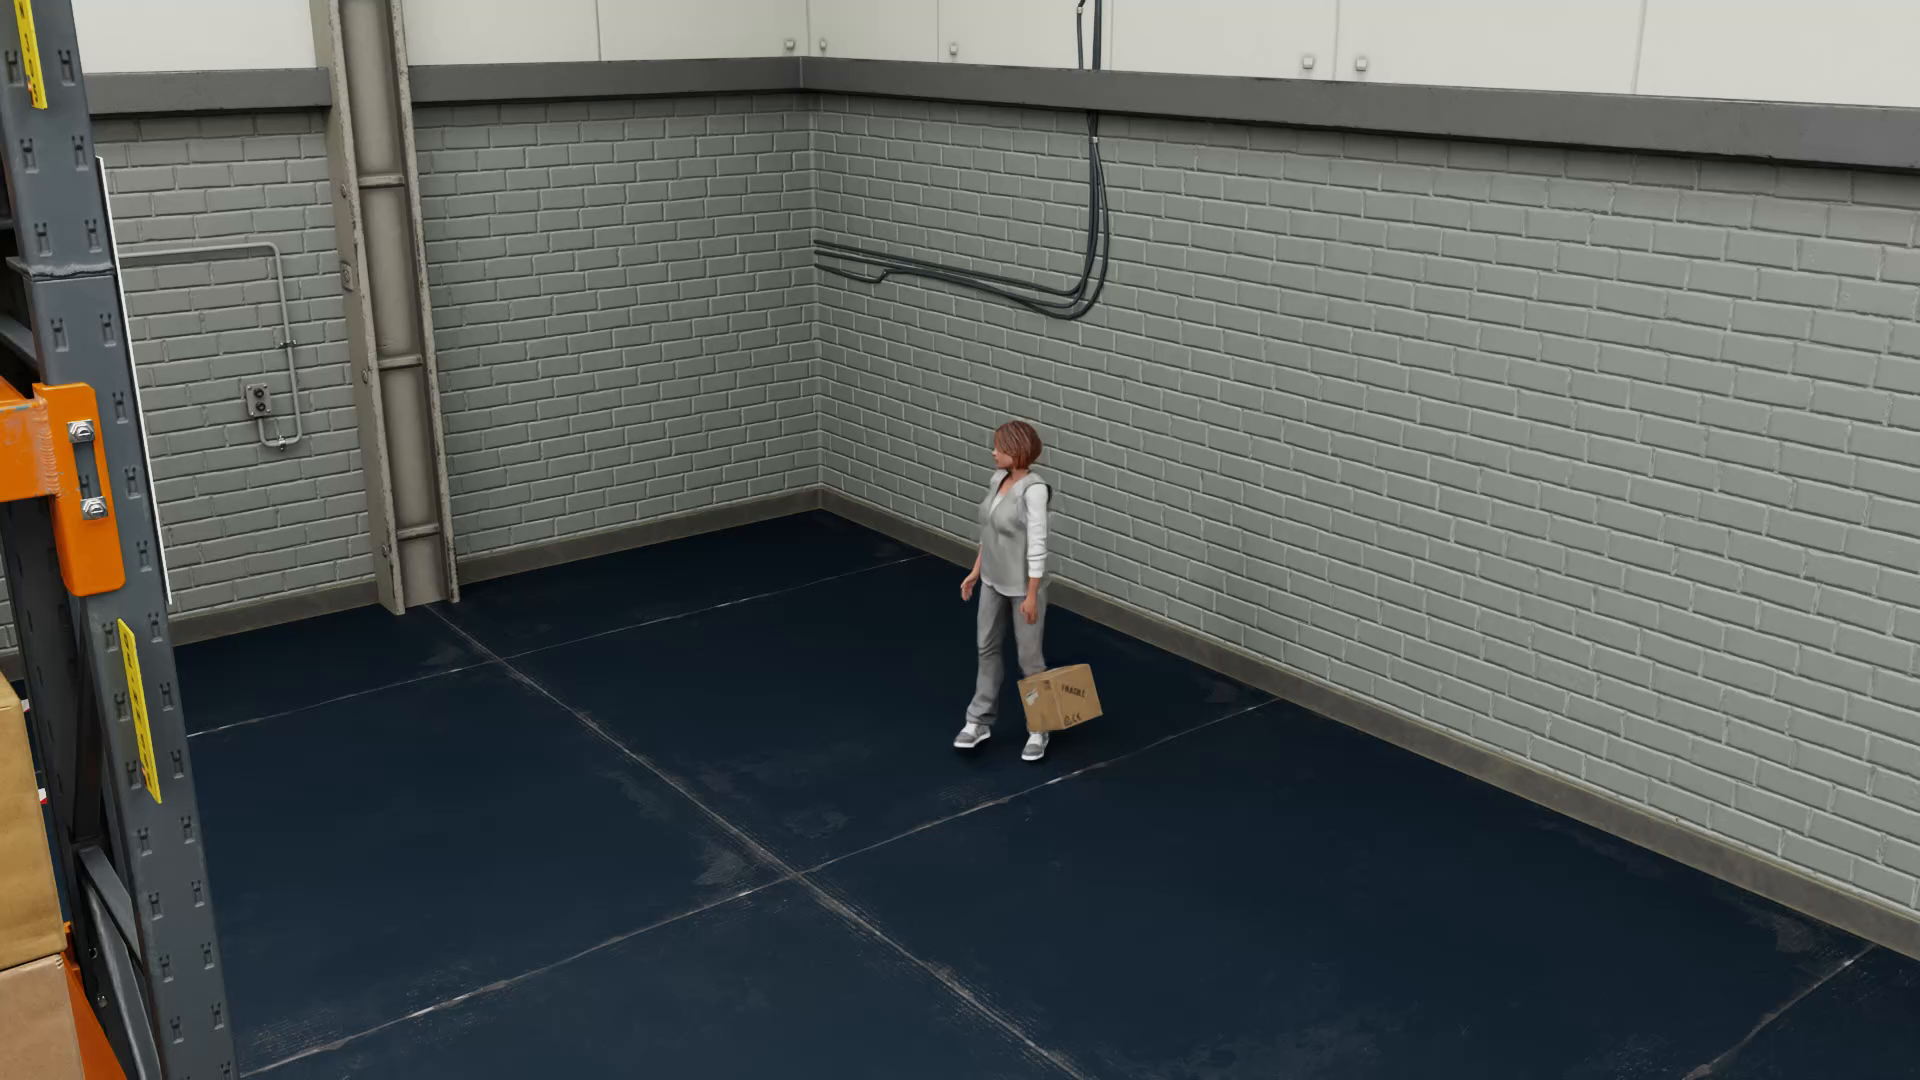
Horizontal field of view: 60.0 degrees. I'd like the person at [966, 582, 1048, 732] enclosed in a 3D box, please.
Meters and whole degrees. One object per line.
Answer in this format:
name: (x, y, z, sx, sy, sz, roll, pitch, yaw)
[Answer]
person: (0.241, 0.497, 7.894, 0.351, 0.890, 0.353, -12, 22, -33)
